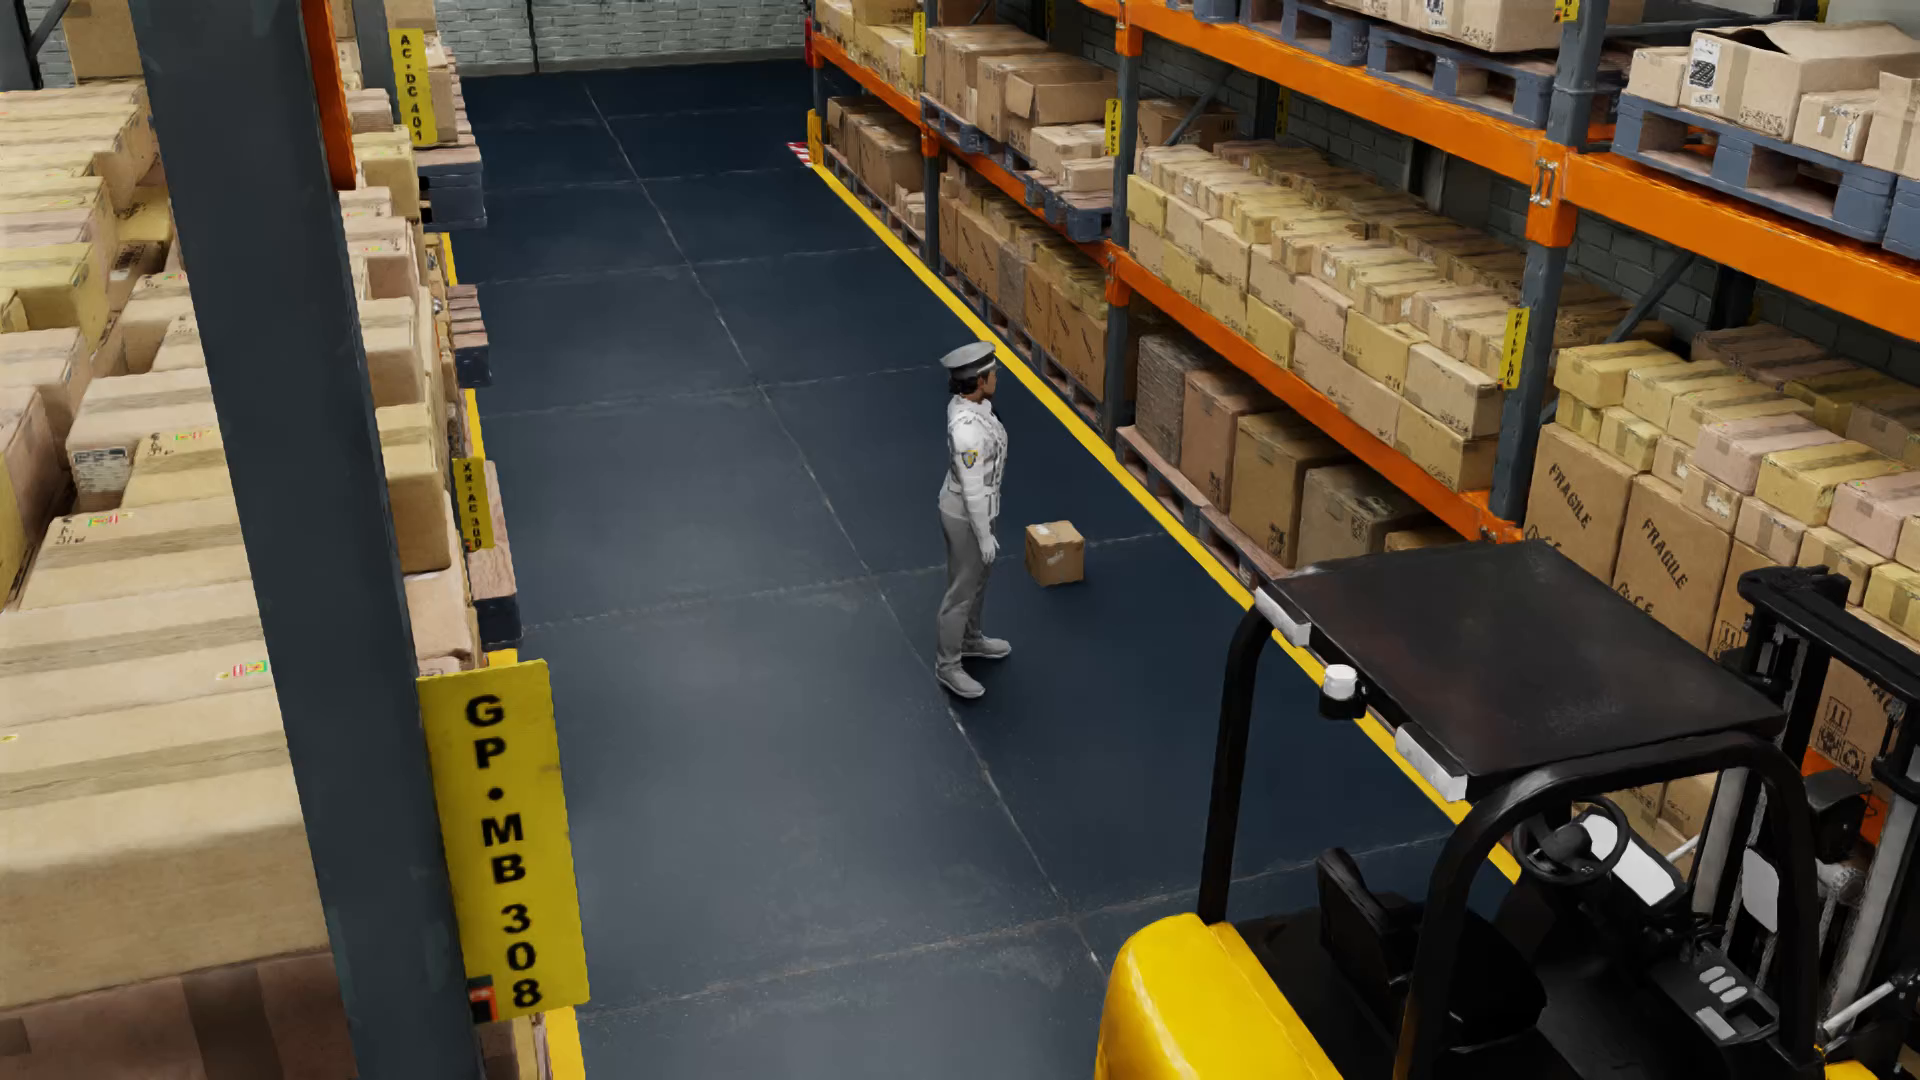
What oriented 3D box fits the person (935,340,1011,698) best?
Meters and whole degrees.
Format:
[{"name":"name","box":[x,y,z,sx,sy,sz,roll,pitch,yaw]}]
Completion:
[{"name":"person","box":[0.064,-0.117,7.785,0.355,1.691,0.561,2,27,3]}]
